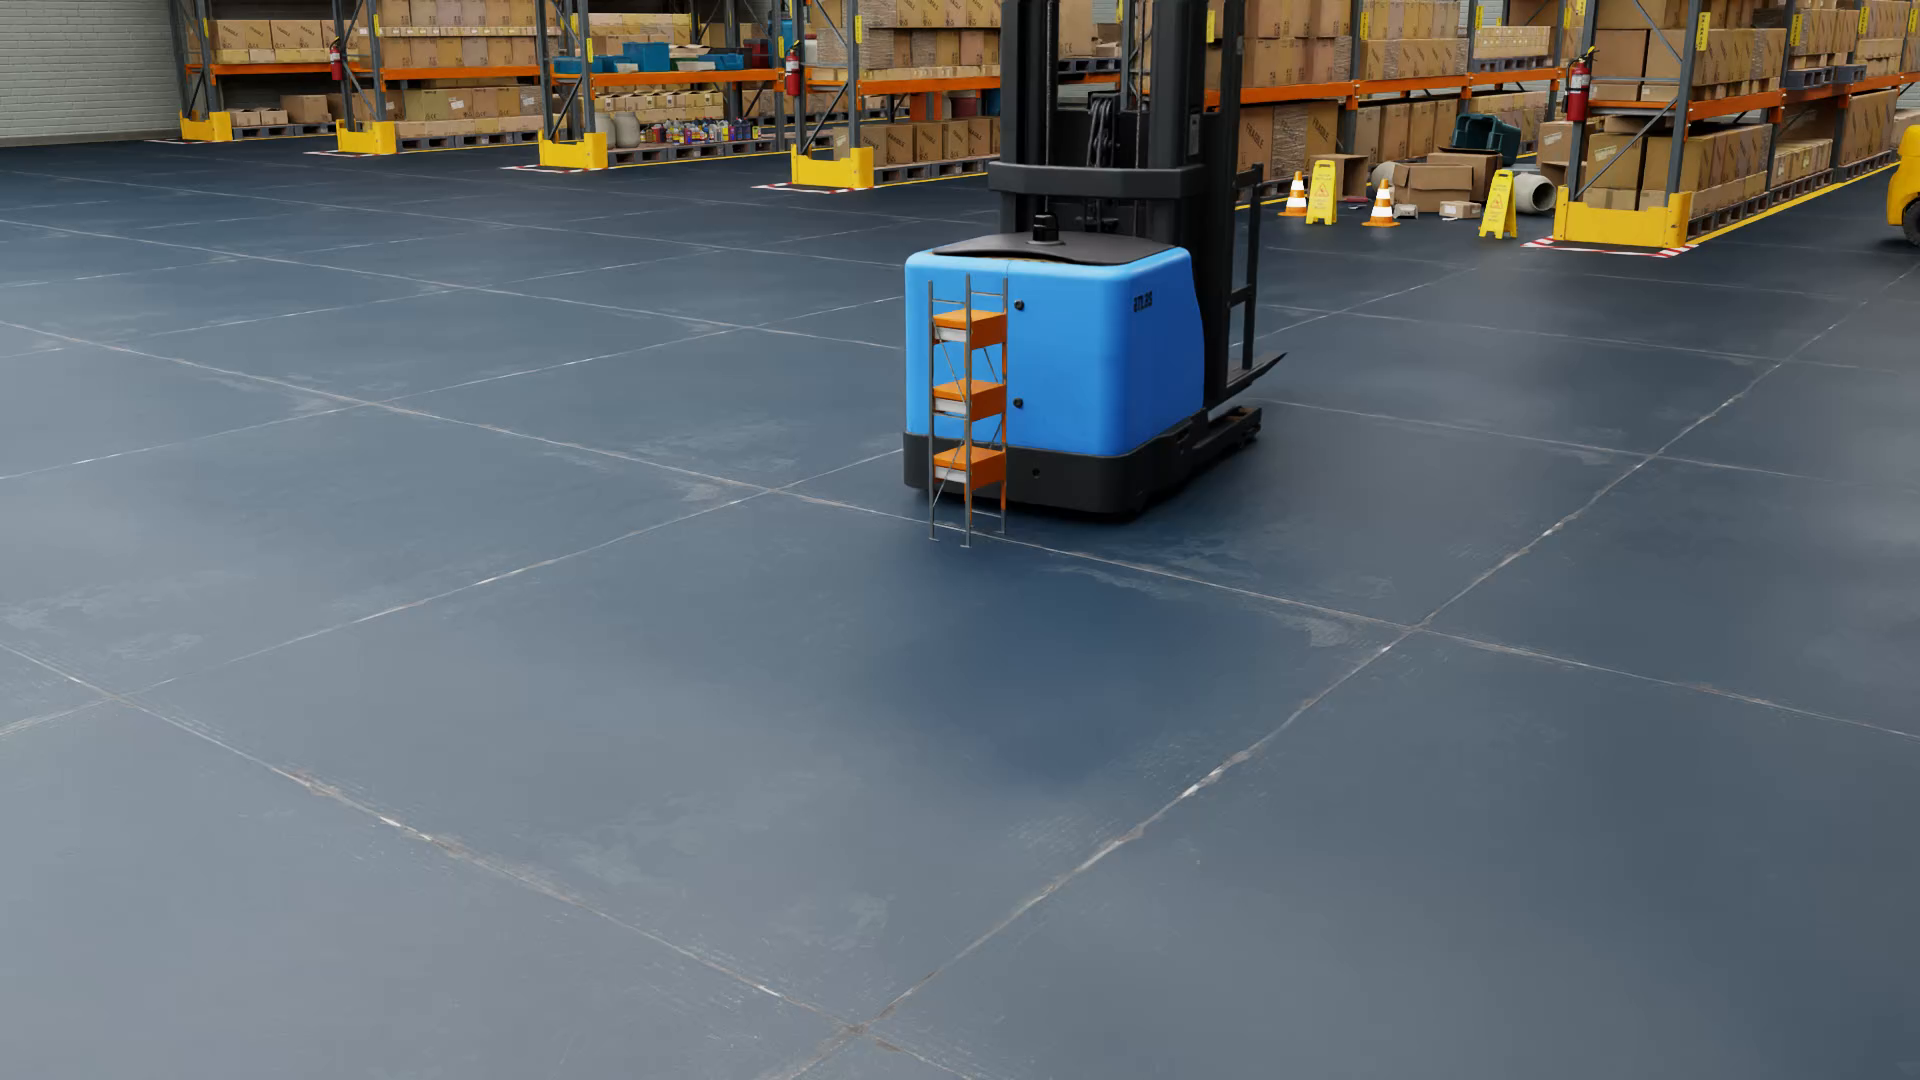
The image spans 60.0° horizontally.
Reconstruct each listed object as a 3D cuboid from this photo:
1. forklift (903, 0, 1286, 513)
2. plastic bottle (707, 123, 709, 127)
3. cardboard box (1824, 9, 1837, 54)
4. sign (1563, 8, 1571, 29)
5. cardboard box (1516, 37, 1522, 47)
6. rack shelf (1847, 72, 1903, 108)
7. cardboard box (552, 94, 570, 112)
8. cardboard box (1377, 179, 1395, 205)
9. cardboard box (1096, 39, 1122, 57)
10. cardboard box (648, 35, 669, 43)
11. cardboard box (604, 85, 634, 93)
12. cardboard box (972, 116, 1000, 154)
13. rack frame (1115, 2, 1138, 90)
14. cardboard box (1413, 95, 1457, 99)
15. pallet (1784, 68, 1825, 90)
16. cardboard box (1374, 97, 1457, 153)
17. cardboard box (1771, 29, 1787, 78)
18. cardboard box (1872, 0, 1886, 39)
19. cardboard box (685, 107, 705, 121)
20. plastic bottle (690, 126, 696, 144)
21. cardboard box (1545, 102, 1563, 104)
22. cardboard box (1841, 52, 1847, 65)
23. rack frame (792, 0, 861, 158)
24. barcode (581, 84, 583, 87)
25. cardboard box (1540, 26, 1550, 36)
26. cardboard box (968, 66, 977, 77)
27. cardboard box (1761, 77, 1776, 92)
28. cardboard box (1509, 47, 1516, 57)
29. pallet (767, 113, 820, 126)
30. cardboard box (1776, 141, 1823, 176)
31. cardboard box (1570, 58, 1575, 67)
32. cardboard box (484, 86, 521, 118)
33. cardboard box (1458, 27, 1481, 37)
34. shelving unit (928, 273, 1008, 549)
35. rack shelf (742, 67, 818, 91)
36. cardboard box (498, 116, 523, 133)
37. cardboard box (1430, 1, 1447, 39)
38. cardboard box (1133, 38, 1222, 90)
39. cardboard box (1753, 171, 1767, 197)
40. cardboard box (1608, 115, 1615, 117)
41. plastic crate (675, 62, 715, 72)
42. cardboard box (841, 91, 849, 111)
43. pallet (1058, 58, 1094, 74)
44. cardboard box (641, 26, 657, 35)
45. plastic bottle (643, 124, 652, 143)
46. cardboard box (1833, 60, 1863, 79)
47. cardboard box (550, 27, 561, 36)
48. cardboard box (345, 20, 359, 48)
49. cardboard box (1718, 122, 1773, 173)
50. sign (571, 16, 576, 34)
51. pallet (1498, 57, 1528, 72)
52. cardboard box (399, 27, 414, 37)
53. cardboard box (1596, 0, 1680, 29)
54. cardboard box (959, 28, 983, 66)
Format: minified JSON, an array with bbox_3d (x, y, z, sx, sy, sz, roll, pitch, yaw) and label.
[{"bbox_3d":[0.866,-1.900,7.921,1.130,2.935,3.031,8,19,25],"label":"forklift"},{"bbox_3d":[-3.939,-6.415,26.182,0.061,0.283,0.133,12,21,35],"label":"plastic bottle"},{"bbox_3d":[10.053,-6.032,19.733,0.500,0.500,0.500,11,21,32],"label":"cardboard box"},{"bbox_3d":[9.822,-8.434,26.892,0.100,0.325,0.005,12,21,35],"label":"sign"},{"bbox_3d":[8.513,-7.757,25.877,0.380,0.149,0.250,13,21,35],"label":"cardboard box"},{"bbox_3d":[12.218,-6.308,23.211,1.077,0.370,4.000,12,21,35],"label":"rack shelf"},{"bbox_3d":[-7.259,-8.027,30.517,0.500,0.311,0.500,12,21,35],"label":"cardboard box"},{"bbox_3d":[5.062,-4.032,19.280,0.258,0.266,0.396,-16,23,-41],"label":"cardboard box"},{"bbox_3d":[2.291,-7.617,25.734,0.396,0.266,0.258,12,21,33],"label":"cardboard box"},{"bbox_3d":[-5.873,-9.323,31.538,0.500,0.500,0.500,11,20,32],"label":"cardboard box"},{"bbox_3d":[-7.796,-10.085,37.079,0.750,0.750,0.750,12,21,34],"label":"cardboard box"},{"bbox_3d":[0.414,-5.892,24.166,0.500,0.500,0.500,12,21,33],"label":"cardboard box"},{"bbox_3d":[3.856,-10.707,36.163,1.000,3.000,0.127,12,21,35],"label":"rack frame"},{"bbox_3d":[7.187,-6.600,25.180,0.500,0.250,0.500,12,21,33],"label":"cardboard box"},{"bbox_3d":[9.215,-5.287,19.034,1.003,0.211,1.213,12,21,35],"label":"pallet"},{"bbox_3d":[6.555,-6.022,24.165,1.050,0.750,0.750,12,21,34],"label":"cardboard box"},{"bbox_3d":[8.578,-5.262,17.961,0.500,0.500,0.500,12,21,33],"label":"cardboard box"},{"bbox_3d":[12.125,-7.015,22.420,0.500,0.500,0.500,13,22,36],"label":"cardboard box"},{"bbox_3d":[-5.308,-8.273,32.255,0.500,0.250,0.500,12,21,34],"label":"cardboard box"},{"bbox_3d":[-4.142,-6.261,25.707,0.097,0.271,0.097,0,17,0],"label":"plastic bottle"},{"bbox_3d":[10.597,-7.727,29.664,0.380,0.149,0.250,13,22,37],"label":"cardboard box"},{"bbox_3d":[10.804,-5.991,20.694,0.380,0.149,0.250,12,21,34],"label":"cardboard box"},{"bbox_3d":[-1.699,-6.021,21.073,1.000,3.000,0.127,12,21,35],"label":"rack frame"},{"bbox_3d":[-6.783,-8.187,29.903,0.001,0.075,0.075,12,21,35],"label":"barcode"},{"bbox_3d":[9.291,-8.213,26.845,0.380,0.149,0.250,14,22,37],"label":"cardboard box"},{"bbox_3d":[0.007,-6.461,22.916,0.380,0.149,0.250,12,21,35],"label":"cardboard box"},{"bbox_3d":[8.553,-4.911,17.924,0.380,0.149,0.250,13,21,36],"label":"cardboard box"},{"bbox_3d":[8.364,-7.555,25.729,0.380,0.149,0.250,12,21,33],"label":"cardboard box"},{"bbox_3d":[-3.684,-8.806,34.745,1.003,0.211,1.213,12,21,35],"label":"pallet"},{"bbox_3d":[10.248,-4.810,20.899,0.950,0.372,0.625,12,21,34],"label":"cardboard box"},{"bbox_3d":[10.183,-8.079,28.125,0.380,0.149,0.250,11,21,32],"label":"cardboard box"},{"bbox_3d":[-7.973,-7.584,28.773,0.500,0.500,0.500,12,21,35],"label":"cardboard box"},{"bbox_3d":[7.424,-7.467,24.443,0.380,0.149,0.250,12,21,35],"label":"cardboard box"},{"bbox_3d":[0.032,-0.514,6.629,0.215,1.050,0.252,12,21,35],"label":"shelving unit"},{"bbox_3d":[-2.102,-7.981,28.600,1.077,0.370,4.000,12,21,35],"label":"rack shelf"},{"bbox_3d":[-7.962,-7.224,28.877,0.500,0.250,0.500,12,21,35],"label":"cardboard box"},{"bbox_3d":[6.415,-7.325,23.419,0.700,0.500,0.500,12,21,34],"label":"cardboard box"},{"bbox_3d":[2.409,-5.288,18.461,0.875,0.550,0.550,12,21,35],"label":"cardboard box"},{"bbox_3d":[8.506,-3.921,18.241,0.500,0.250,0.500,14,22,37],"label":"cardboard box"},{"bbox_3d":[11.672,-7.736,30.194,0.380,0.149,0.250,12,21,33],"label":"cardboard box"},{"bbox_3d":[-4.058,-7.291,25.609,0.530,0.136,0.437,12,21,35],"label":"plastic crate"},{"bbox_3d":[-2.567,-9.478,35.681,0.500,0.500,0.500,12,21,34],"label":"cardboard box"},{"bbox_3d":[1.256,-7.038,24.673,1.003,0.211,1.213,12,21,35],"label":"pallet"},{"bbox_3d":[-7.158,-11.308,37.396,0.500,0.500,0.500,12,21,35],"label":"cardboard box"},{"bbox_3d":[-4.880,-6.355,25.987,0.061,0.283,0.133,13,22,36],"label":"plastic bottle"},{"bbox_3d":[11.520,-6.175,21.824,0.500,0.250,0.500,12,21,34],"label":"cardboard box"},{"bbox_3d":[-7.260,-8.980,29.339,0.380,0.149,0.250,12,21,35],"label":"cardboard box"},{"bbox_3d":[-11.576,-9.608,31.580,0.500,0.500,0.500,12,21,34],"label":"cardboard box"},{"bbox_3d":[8.506,-4.279,18.130,0.500,0.500,0.500,12,21,34],"label":"cardboard box"},{"bbox_3d":[-6.823,-9.078,29.326,0.100,0.325,0.005,12,21,35],"label":"sign"},{"bbox_3d":[8.137,-7.413,25.879,1.003,0.211,1.213,12,21,35],"label":"pallet"},{"bbox_3d":[-9.091,-8.248,26.984,0.380,0.149,0.250,12,21,33],"label":"cardboard box"},{"bbox_3d":[6.388,-5.097,15.743,0.700,0.500,0.500,12,21,33],"label":"cardboard box"},{"bbox_3d":[-0.177,-6.817,22.968,0.875,0.500,0.500,12,21,35],"label":"cardboard box"}]
